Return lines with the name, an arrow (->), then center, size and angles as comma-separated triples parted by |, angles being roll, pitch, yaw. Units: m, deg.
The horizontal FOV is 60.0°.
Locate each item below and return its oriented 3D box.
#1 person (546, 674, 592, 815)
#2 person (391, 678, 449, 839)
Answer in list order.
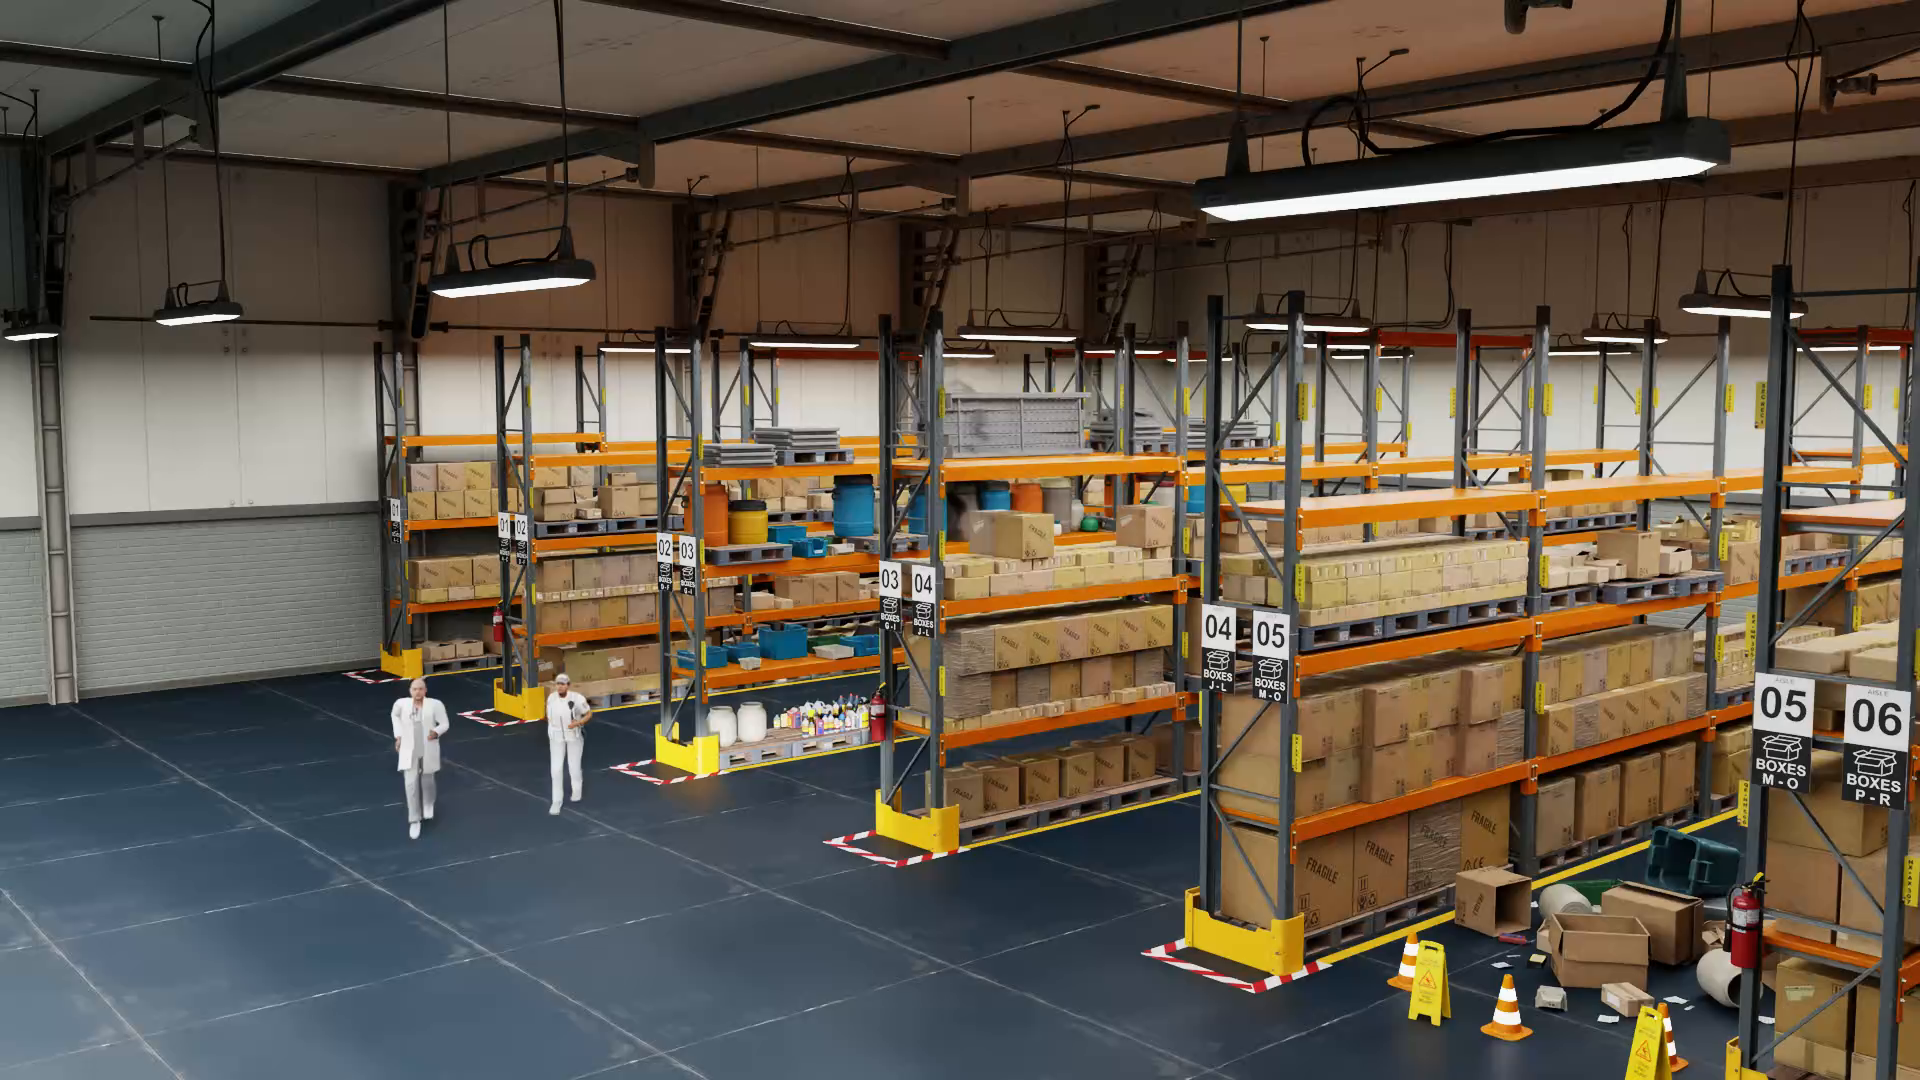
person -> -4.818, 2.477, 20.508 | 0.598, 1.717, 0.782 | 0, 5, -3
person -> -6.337, 2.501, 19.550 | 0.651, 1.802, 1.036 | -2, 5, -16
